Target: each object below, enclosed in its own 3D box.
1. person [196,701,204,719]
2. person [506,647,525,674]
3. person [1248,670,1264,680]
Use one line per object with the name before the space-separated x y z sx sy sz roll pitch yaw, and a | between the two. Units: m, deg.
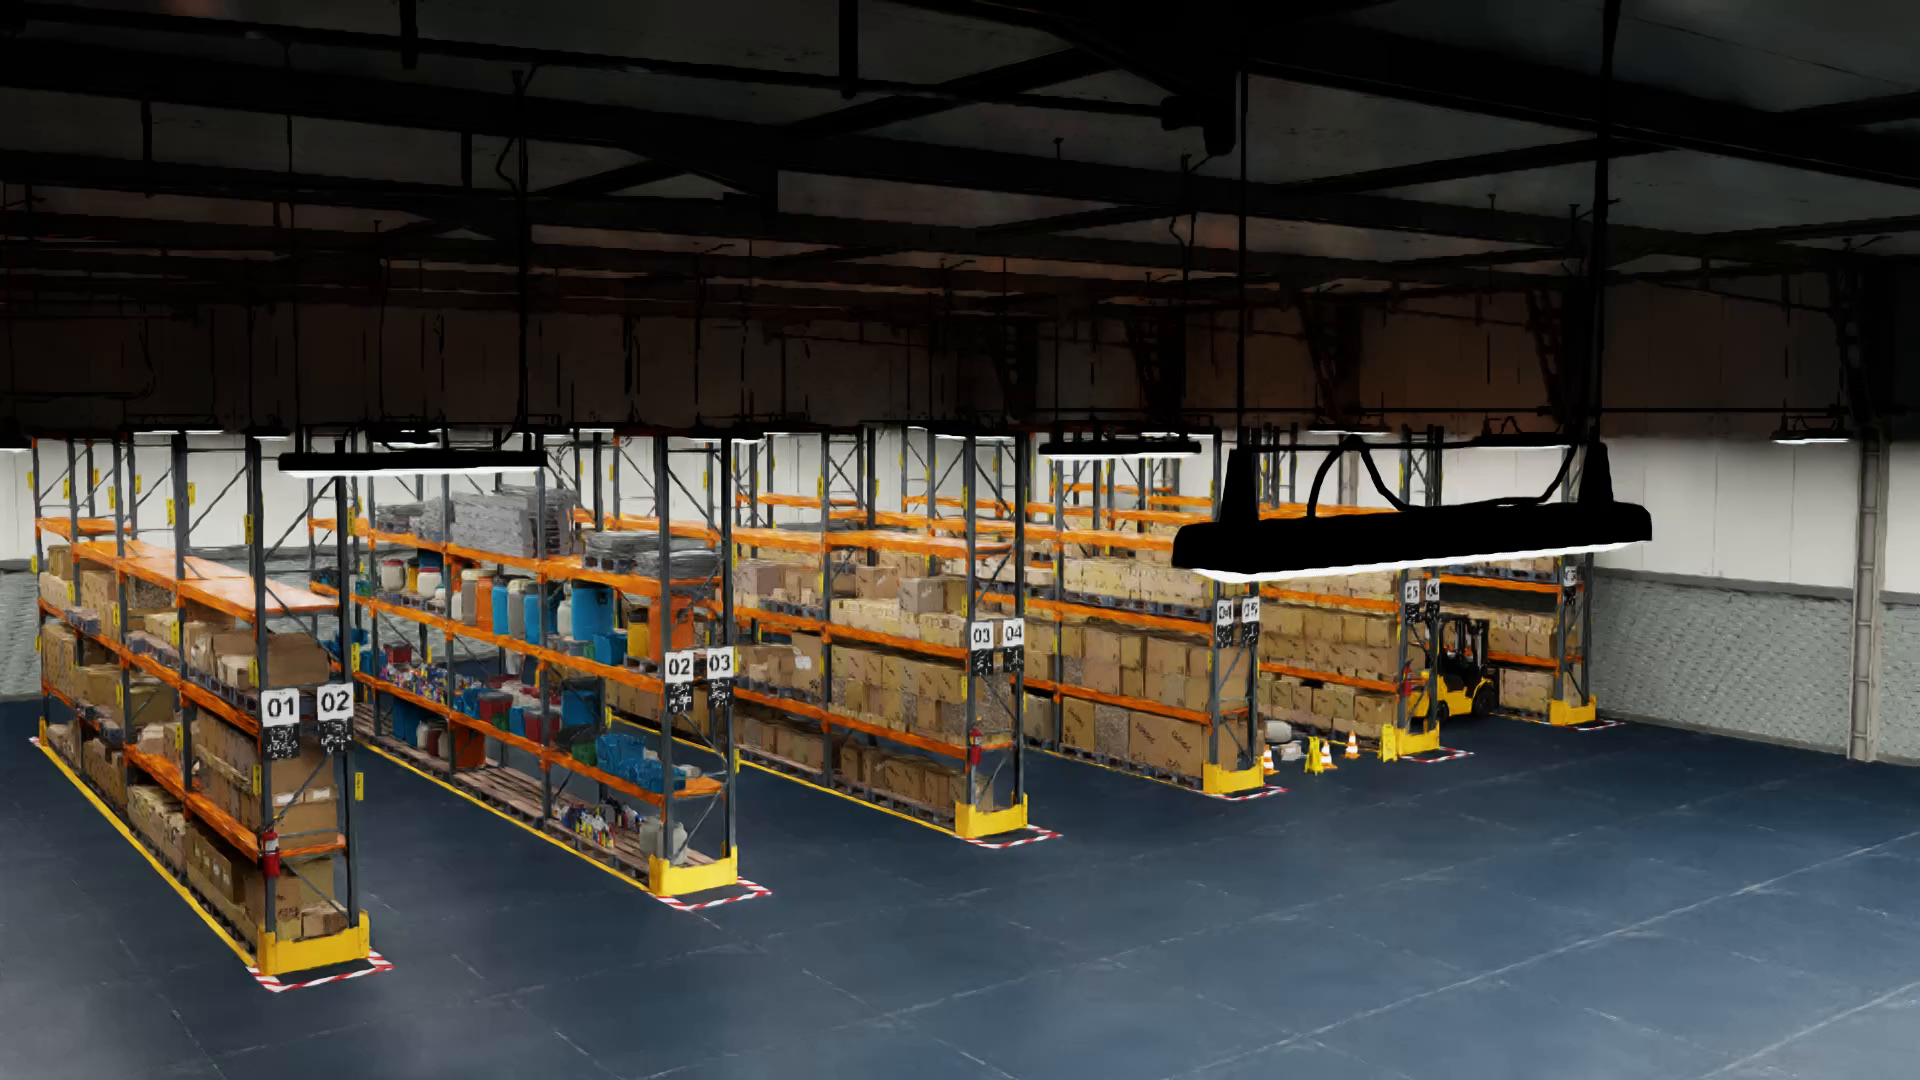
person | -13.667 3.134 29.976 0.547 1.641 1.115 -4 6 -38
person | -9.667 2.682 36.175 0.445 1.591 1.110 -4 6 -39
person | 6.485 2.619 36.559 0.465 1.676 0.498 -1 5 -7
